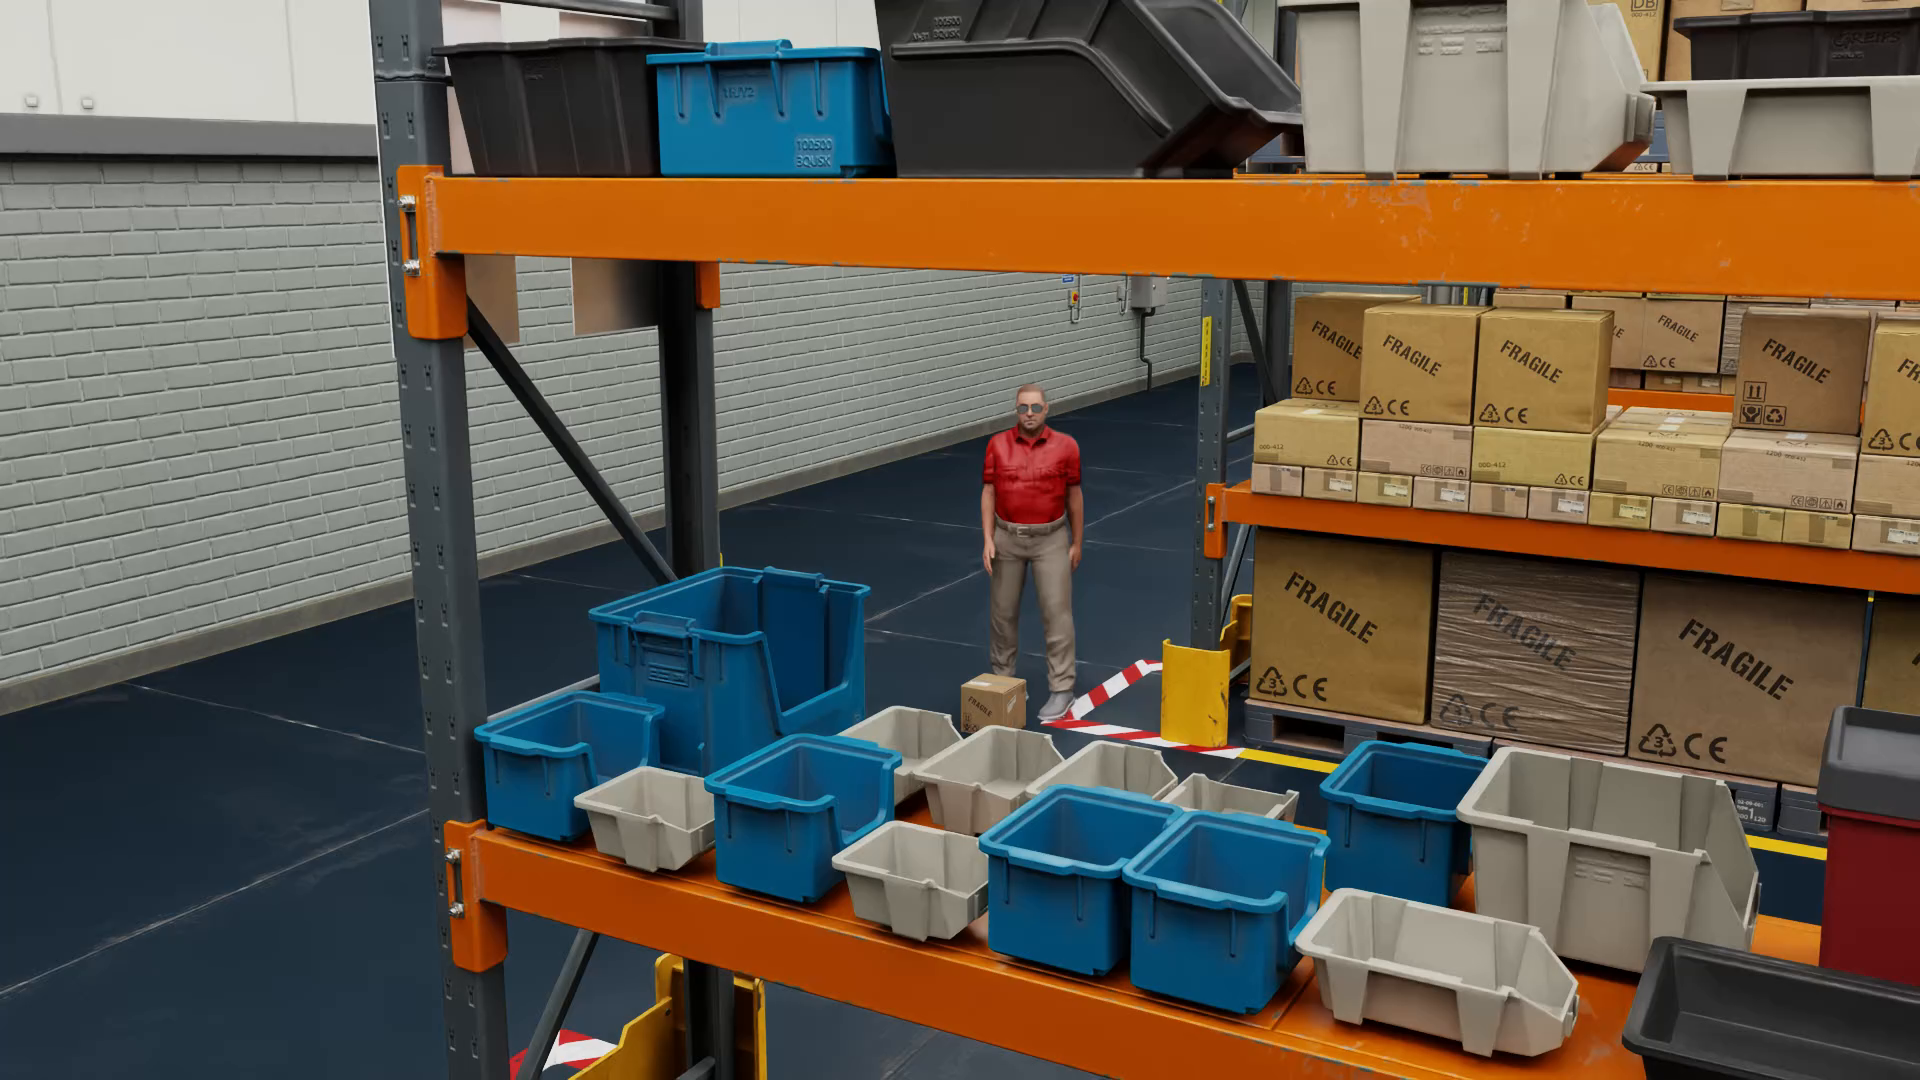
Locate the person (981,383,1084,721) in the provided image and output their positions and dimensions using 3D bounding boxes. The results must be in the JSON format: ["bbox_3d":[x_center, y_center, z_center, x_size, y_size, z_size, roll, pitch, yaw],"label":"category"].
[{"bbox_3d":[0.371,0.048,8.815,0.544,1.738,0.567,2,13,9],"label":"person"}]
